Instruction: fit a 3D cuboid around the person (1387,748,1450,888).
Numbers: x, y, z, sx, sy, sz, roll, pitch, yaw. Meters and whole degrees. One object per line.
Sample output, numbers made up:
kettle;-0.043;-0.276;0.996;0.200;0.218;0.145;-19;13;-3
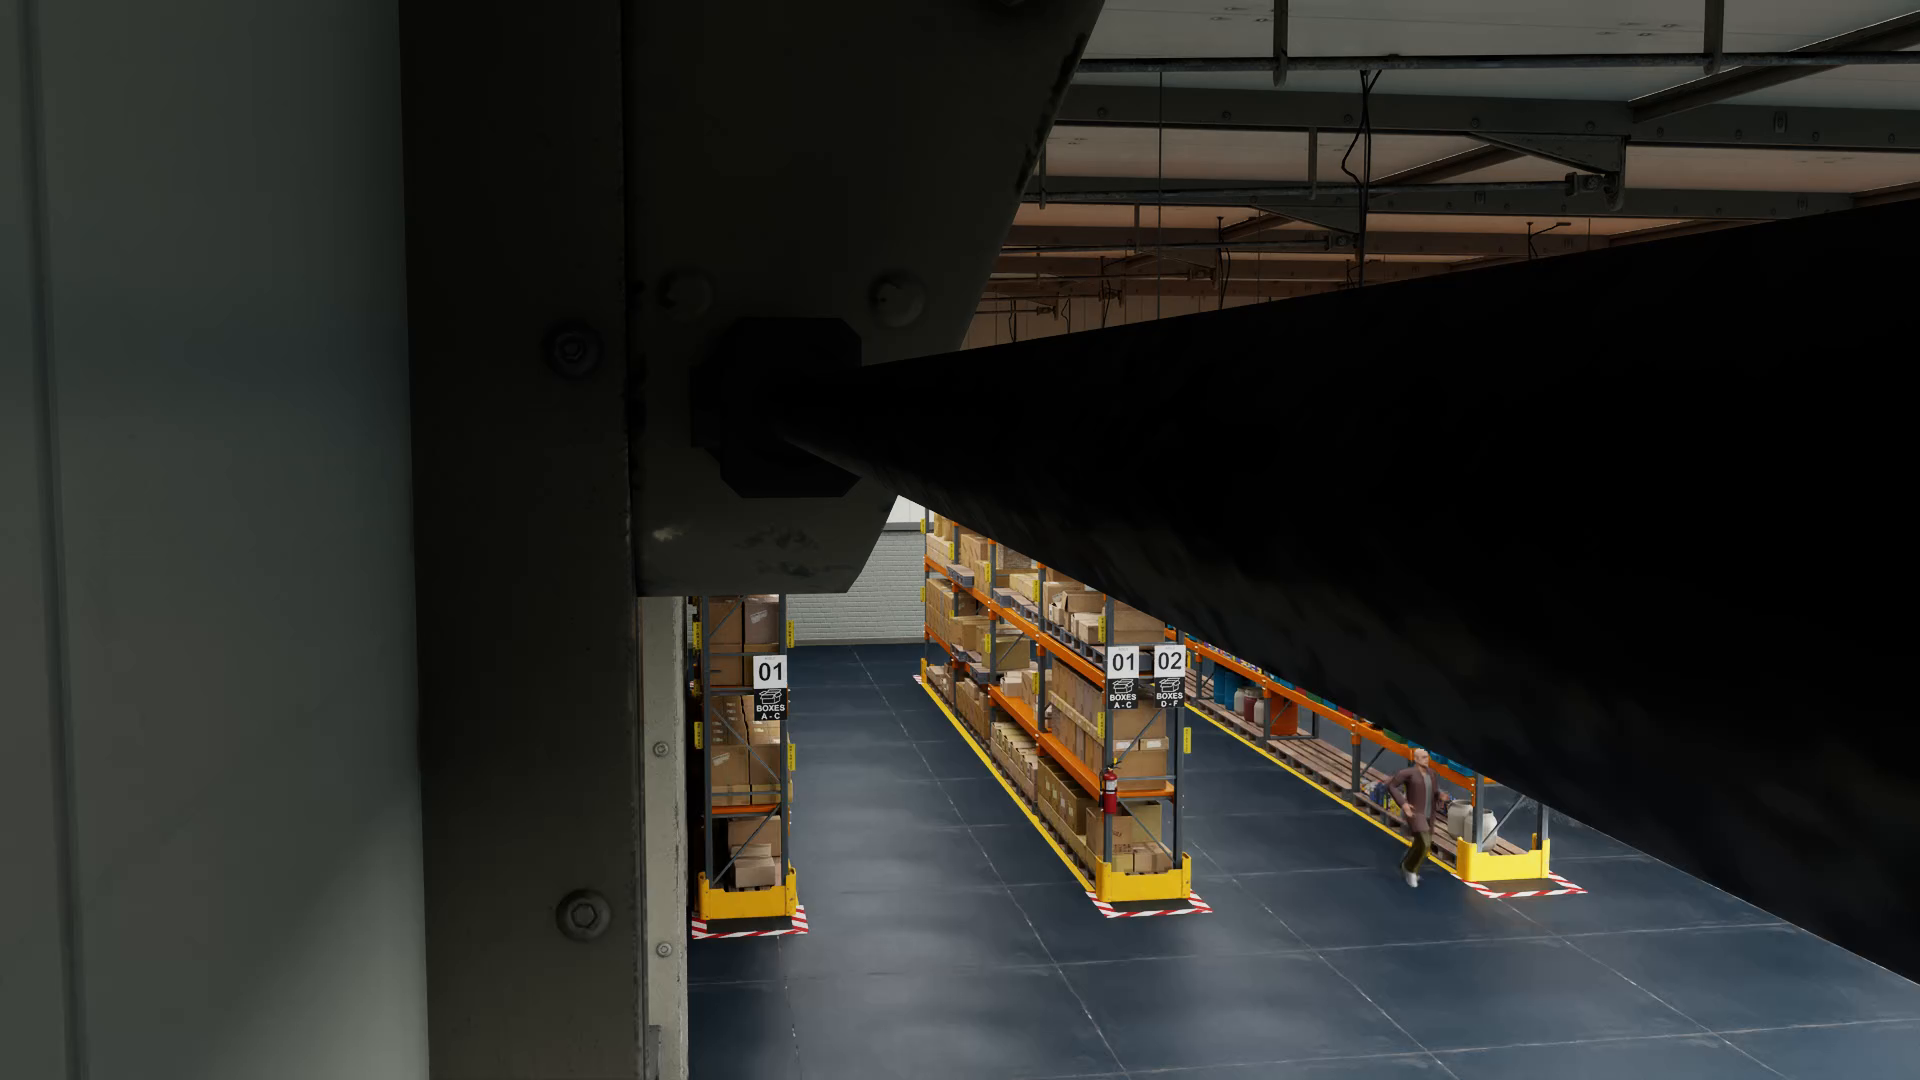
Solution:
person;5.939;3.616;21.420;0.700;1.719;0.734;-3;6;-31
